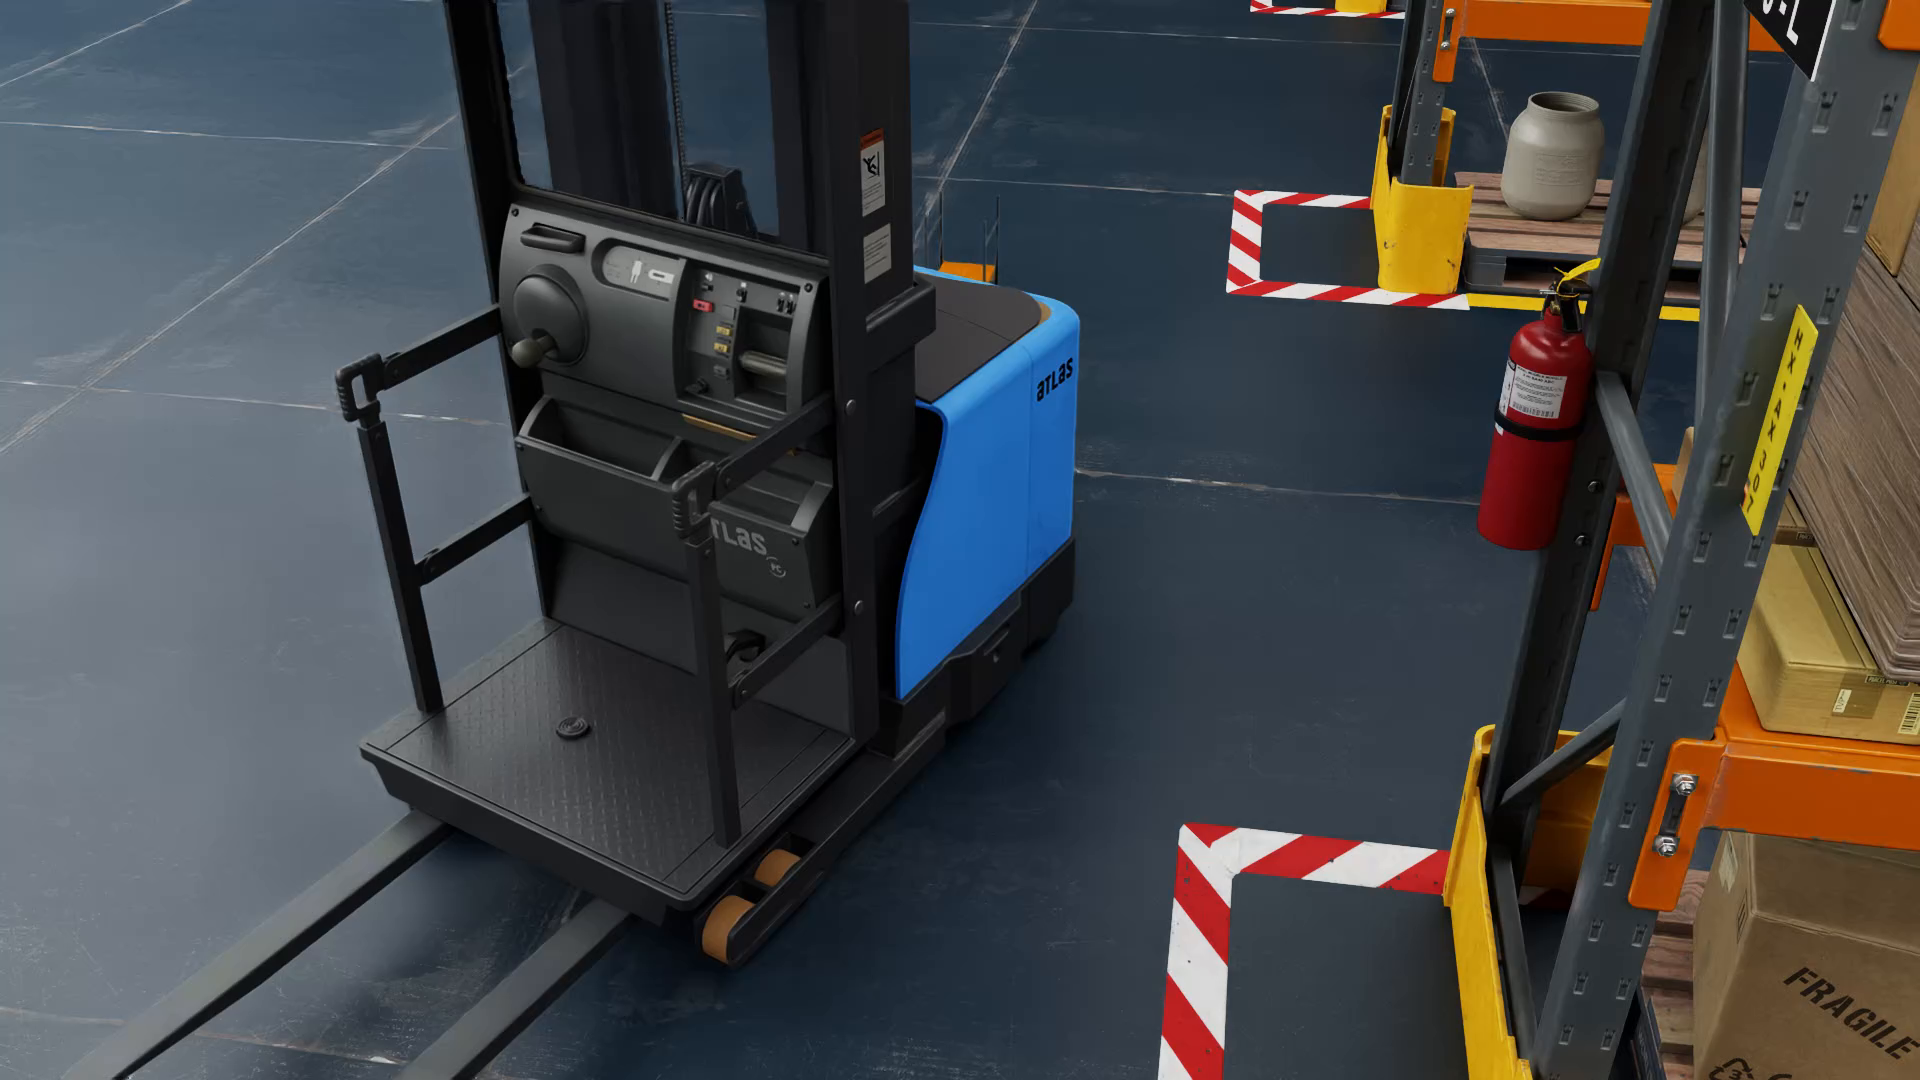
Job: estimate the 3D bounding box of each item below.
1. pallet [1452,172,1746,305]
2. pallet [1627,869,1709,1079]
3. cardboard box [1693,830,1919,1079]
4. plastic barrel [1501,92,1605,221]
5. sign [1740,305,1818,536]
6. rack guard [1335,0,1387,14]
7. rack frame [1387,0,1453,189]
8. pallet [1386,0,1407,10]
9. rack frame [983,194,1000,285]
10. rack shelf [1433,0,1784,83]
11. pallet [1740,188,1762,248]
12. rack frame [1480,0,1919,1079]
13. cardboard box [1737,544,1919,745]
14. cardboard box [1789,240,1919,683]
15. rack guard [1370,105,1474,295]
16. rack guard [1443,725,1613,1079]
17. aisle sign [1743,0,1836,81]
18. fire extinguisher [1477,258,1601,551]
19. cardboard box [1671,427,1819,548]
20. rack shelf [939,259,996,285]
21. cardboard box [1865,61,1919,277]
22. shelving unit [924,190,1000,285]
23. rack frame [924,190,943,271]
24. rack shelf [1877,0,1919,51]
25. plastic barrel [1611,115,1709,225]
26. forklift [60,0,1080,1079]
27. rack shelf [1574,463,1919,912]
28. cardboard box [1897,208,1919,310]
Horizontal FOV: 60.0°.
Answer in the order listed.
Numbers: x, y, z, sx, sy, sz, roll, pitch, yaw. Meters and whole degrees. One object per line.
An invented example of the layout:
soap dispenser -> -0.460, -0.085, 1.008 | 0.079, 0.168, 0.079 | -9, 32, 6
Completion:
pallet -> 2.974, -1.436, 7.846 | 1.213, 0.211, 1.003 | 5, 32, 8
pallet -> 2.128, 1.194, 3.643 | 1.213, 0.211, 1.003 | 5, 32, 8
cardboard box -> 1.871, 0.861, 3.508 | 0.500, 0.500, 0.500 | 11, 34, 17
plastic barrel -> 2.753, -1.780, 7.716 | 0.421, 0.512, 0.421 | 0, 32, 0
sign -> 1.167, -0.169, 2.376 | 0.005, 0.325, 0.100 | 5, 32, 8
rack guard -> 2.905, -4.209, 12.003 | 0.348, 0.500, 1.175 | 5, 32, 8
rack frame -> 2.091, -2.676, 7.198 | 0.127, 3.000, 1.000 | 5, 32, 8
pallet -> 3.689, -4.038, 12.002 | 1.213, 0.211, 1.003 | 5, 32, 8
rack frame -> 0.097, -0.515, 5.442 | 0.006, 1.200, 0.240 | 6, 33, 10
rack shelf -> 4.063, -2.192, 7.103 | 4.000, 0.370, 1.077 | 5, 32, 8
pallet -> 4.173, -1.326, 7.670 | 1.213, 0.211, 1.003 | 5, 32, 8
rack frame -> 1.258, -0.085, 3.059 | 0.127, 3.000, 1.000 | 5, 32, 8
cardboard box -> 1.499, 0.171, 2.886 | 0.250, 0.149, 0.380 | 5, 32, 8
cardboard box -> 1.795, -0.190, 2.852 | 0.500, 0.500, 0.875 | 5, 32, 8
rack guard -> 2.174, -1.634, 7.889 | 0.348, 0.500, 1.175 | 5, 32, 8
rack guard -> 1.333, 0.981, 3.712 | 0.348, 0.500, 1.175 | 5, 32, 8
aisle sign -> 1.146, -1.036, 2.128 | 0.004, 0.787, 0.394 | 5, 32, 8
fire extinguisher -> 1.223, -0.304, 3.481 | 0.183, 0.674, 0.296 | 5, 32, 8
cardboard box -> 1.574, -0.061, 3.258 | 0.250, 0.149, 0.380 | 5, 32, 8
rack shelf -> 0.008, -0.792, 5.290 | 0.180, 0.103, 0.258 | 6, 33, 10
cardboard box -> 1.842, -0.758, 2.817 | 0.500, 0.500, 0.500 | 5, 32, 8
shelving unit -> 0.008, -0.525, 5.457 | 0.189, 1.200, 0.258 | 6, 33, 10
rack frame -> -0.082, -0.535, 5.473 | 0.006, 1.200, 0.240 | 6, 33, 10
rack shelf -> 3.229, -0.873, 2.169 | 4.000, 0.370, 1.077 | 5, 32, 8
plastic barrel -> 3.247, -1.736, 7.645 | 0.421, 0.512, 0.421 | 0, 32, 0
forklift -> -0.832, -0.483, 3.759 | 1.130, 2.935, 3.031 | 18, 36, 26
rack shelf -> 3.229, 0.398, 2.965 | 4.000, 0.370, 1.077 | 5, 32, 8
cardboard box -> 1.754, -0.486, 2.382 | 0.500, 0.500, 0.500 | 5, 32, 8
